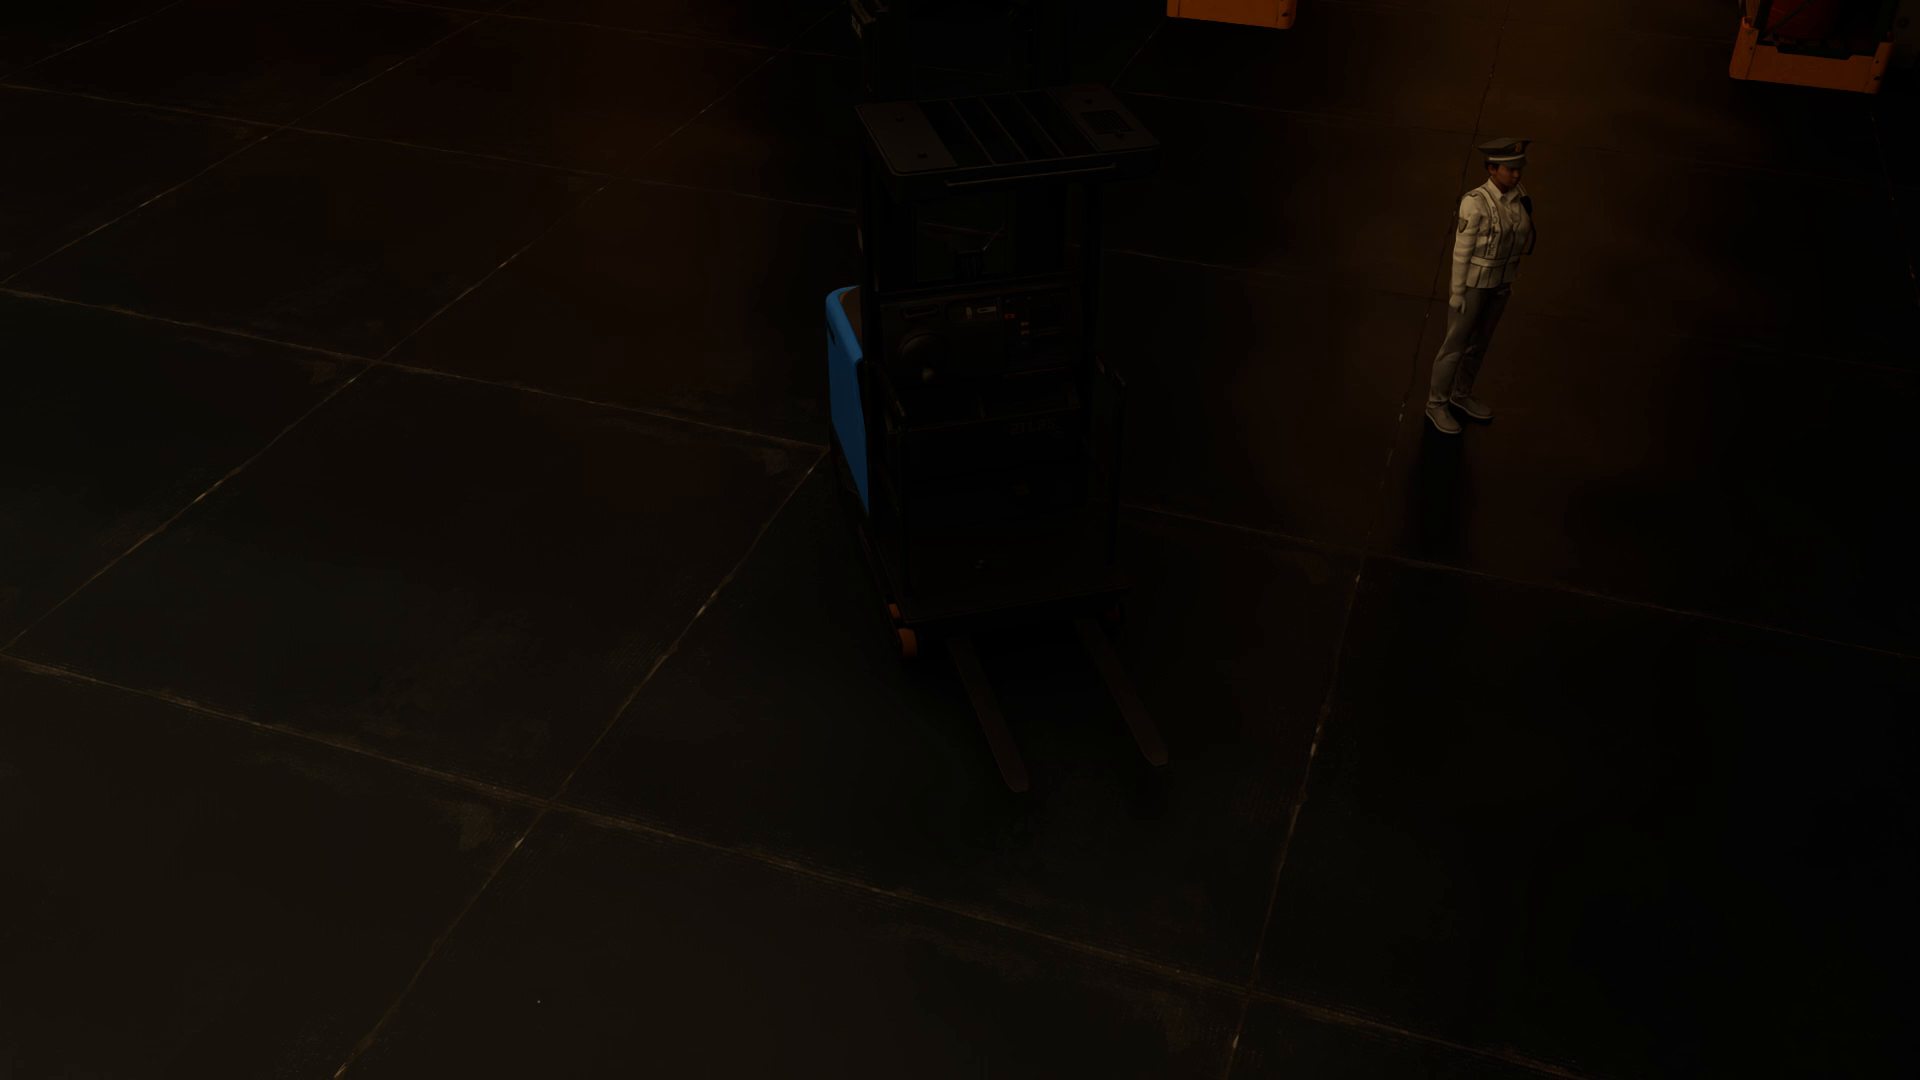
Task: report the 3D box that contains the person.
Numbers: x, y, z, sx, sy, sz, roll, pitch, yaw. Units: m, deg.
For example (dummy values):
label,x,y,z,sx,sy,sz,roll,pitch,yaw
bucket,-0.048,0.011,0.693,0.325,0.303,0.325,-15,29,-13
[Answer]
label,x,y,z,sx,sy,sz,roll,pitch,yaw
person,2.895,-1.419,9.189,0.459,1.693,0.342,-21,40,-27

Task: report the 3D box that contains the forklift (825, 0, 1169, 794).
label,x,y,z,sx,sy,sz,roll,pitch,yaw
forklift,0.159,-0.874,7.343,1.130,2.935,3.031,-9,36,-12
